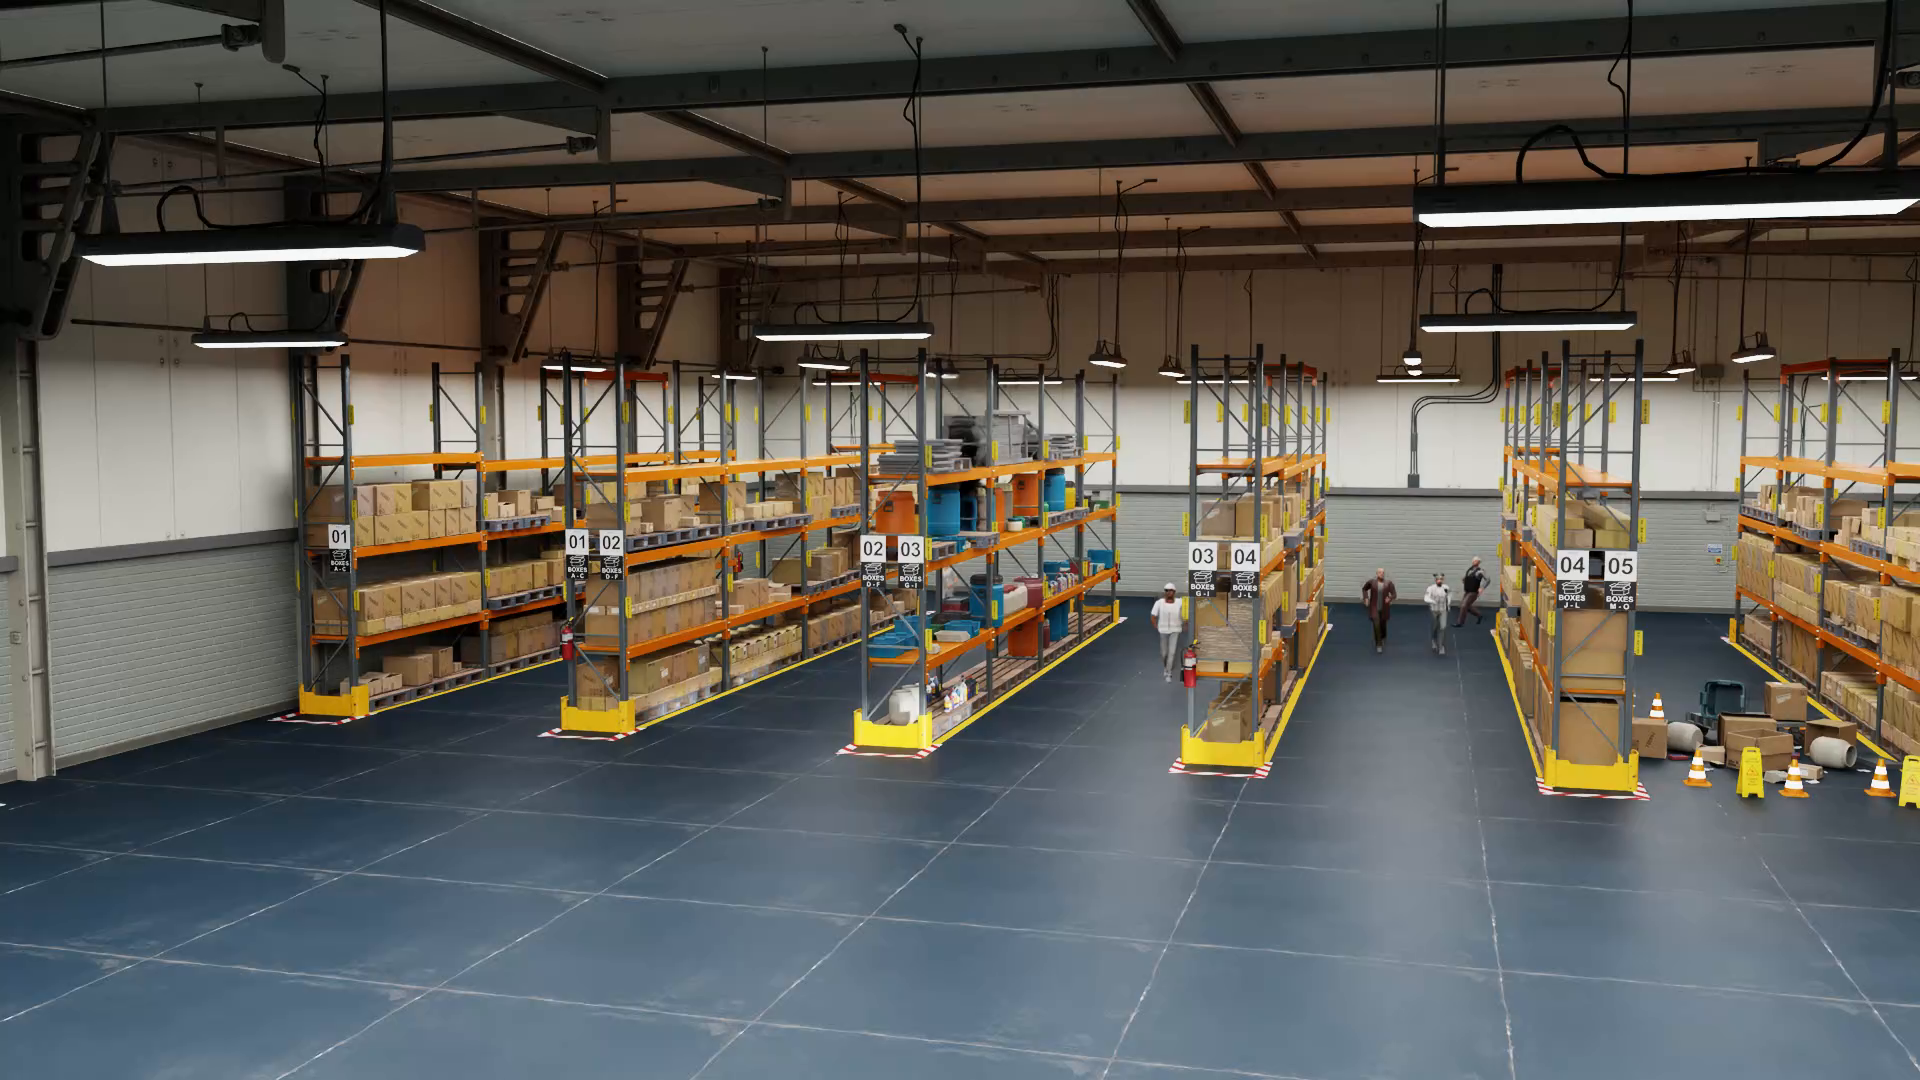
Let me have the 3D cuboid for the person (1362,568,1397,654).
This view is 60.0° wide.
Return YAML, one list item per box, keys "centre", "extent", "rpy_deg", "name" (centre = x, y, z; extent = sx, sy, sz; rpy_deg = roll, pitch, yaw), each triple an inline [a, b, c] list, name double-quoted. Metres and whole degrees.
- centre: [8.903, 1.472, 35.333]
  extent: [0.714, 1.780, 1.011]
  rpy_deg: [1, 4, 9]
  name: "person"

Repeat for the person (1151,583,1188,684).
- centre: [3.722, 1.638, 29.518]
  extent: [0.691, 1.741, 0.818]
  rpy_deg: [1, 4, 13]
  name: "person"

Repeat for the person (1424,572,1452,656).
- centre: [10.085, 1.524, 35.082]
  extent: [0.562, 1.719, 0.857]
  rpy_deg: [1, 4, 16]
  name: "person"

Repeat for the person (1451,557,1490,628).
- centre: [11.978, 1.232, 38.978]
  extent: [0.913, 1.679, 0.709]
  rpy_deg: [-1, 4, -14]
  name: "person"

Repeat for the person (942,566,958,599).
- centre: [-0.315, 1.230, 39.151]
  extent: [0.558, 1.687, 0.830]
  rpy_deg: [1, 4, 12]
  name: "person"
